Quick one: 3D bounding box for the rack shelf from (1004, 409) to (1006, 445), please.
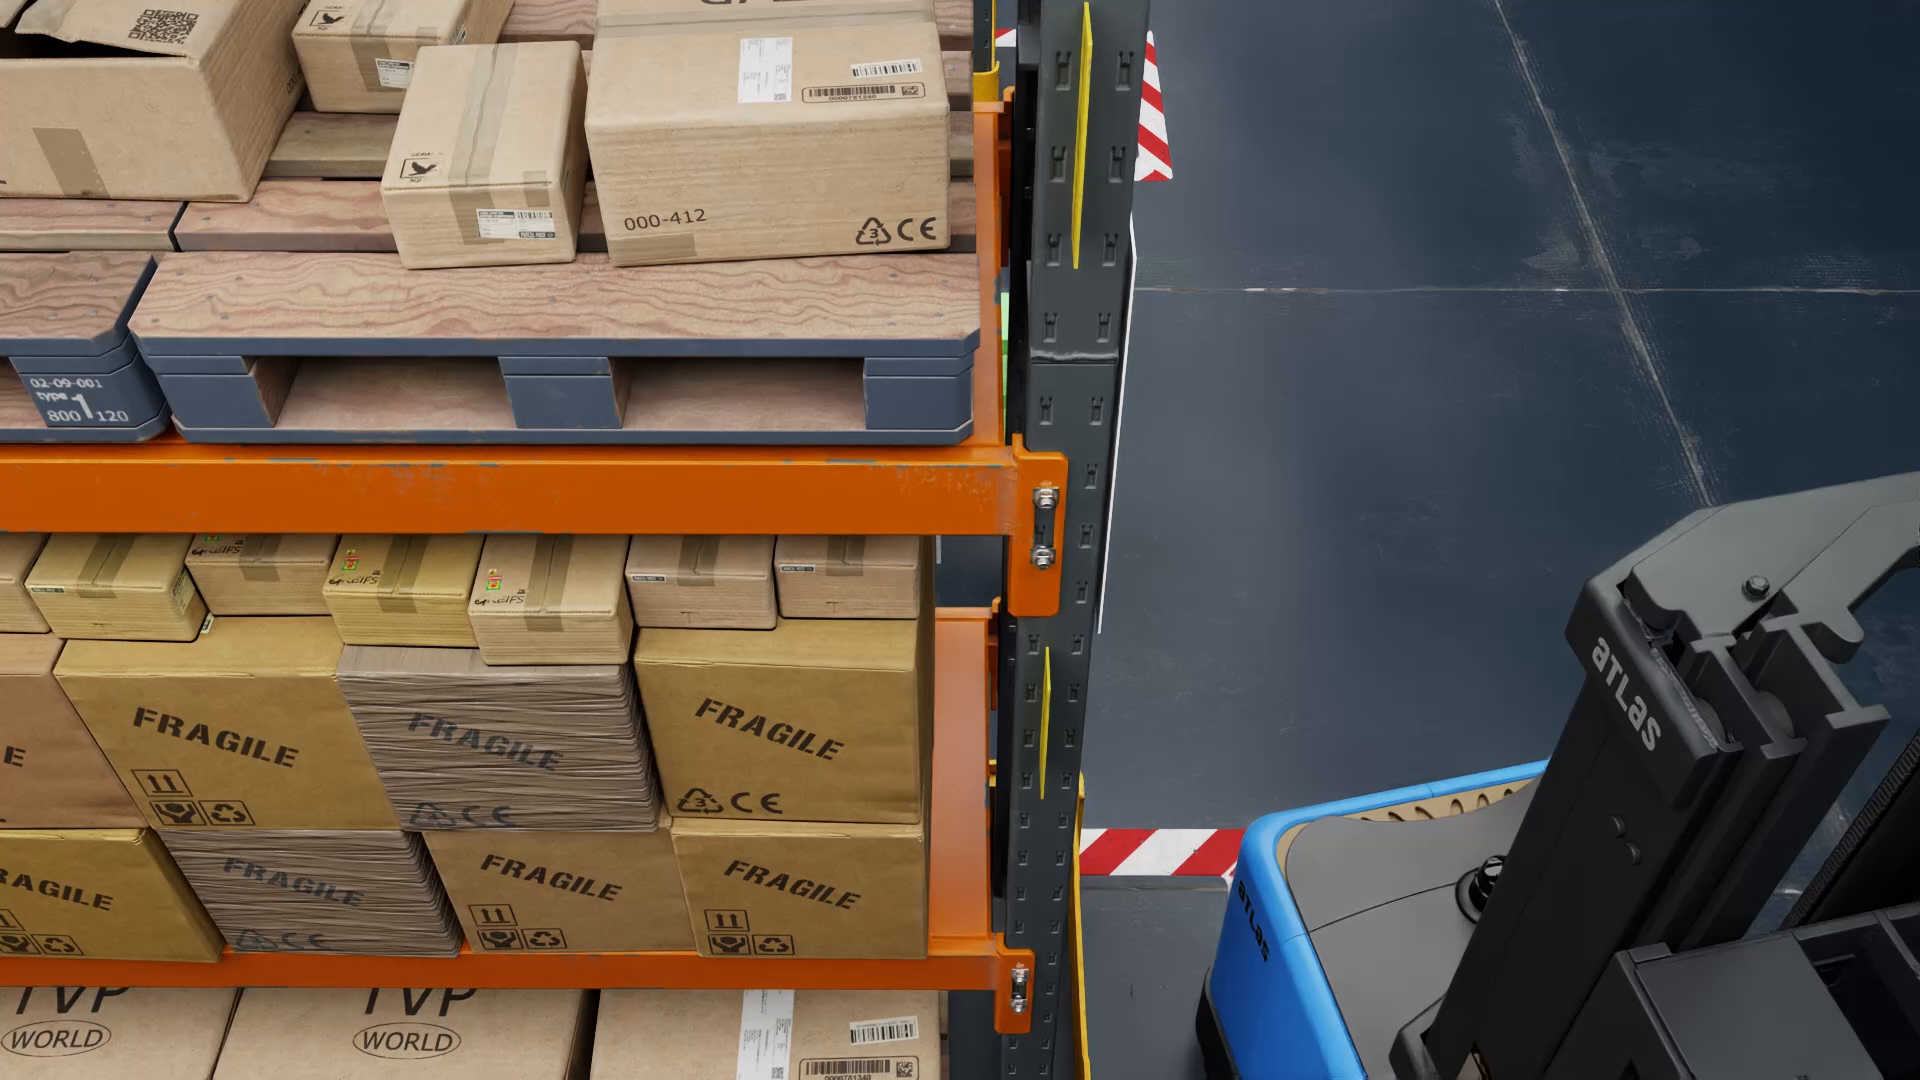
[{"bbox_3d":[0.166,-0.365,5.857,0.480,0.148,0.258,0,47,0],"label":"rack shelf"}]

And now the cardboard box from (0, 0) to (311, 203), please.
[{"bbox_3d":[-1.331,-0.805,2.607,0.500,0.311,0.500,1,47,1],"label":"cardboard box"}]

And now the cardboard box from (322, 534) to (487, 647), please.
[{"bbox_3d":[-0.958,0.001,3.005,0.250,0.149,0.380,1,47,1],"label":"cardboard box"}]

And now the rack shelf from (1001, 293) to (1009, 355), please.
[{"bbox_3d":[0.166,-0.692,5.506,0.480,0.148,0.258,0,47,0],"label":"rack shelf"}]

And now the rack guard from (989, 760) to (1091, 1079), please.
[{"bbox_3d":[0.190,1.256,4.740,0.348,0.500,1.175,0,47,0],"label":"rack guard"}]

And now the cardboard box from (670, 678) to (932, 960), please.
[{"bbox_3d":[-0.318,0.562,3.609,0.500,0.500,0.500,0,47,0],"label":"cardboard box"}]

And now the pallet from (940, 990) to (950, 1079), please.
[{"bbox_3d":[-0.634,1.409,4.794,1.213,0.211,1.003,0,47,0],"label":"pallet"}]

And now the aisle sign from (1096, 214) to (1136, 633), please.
[{"bbox_3d":[0.236,-0.255,2.662,0.004,0.787,0.394,0,47,0],"label":"aisle sign"}]

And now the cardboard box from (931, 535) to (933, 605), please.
[{"bbox_3d":[-0.313,-0.180,3.617,0.500,0.500,0.500,-1,47,-1],"label":"cardboard box"}]

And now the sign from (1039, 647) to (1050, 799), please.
[{"bbox_3d":[0.150,0.326,2.944,0.005,0.325,0.100,0,47,0],"label":"sign"}]

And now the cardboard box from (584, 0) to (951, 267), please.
[{"bbox_3d":[-0.285,-0.679,2.531,0.500,0.250,0.500,-4,47,-3],"label":"cardboard box"}]

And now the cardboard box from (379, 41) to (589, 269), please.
[{"bbox_3d":[-0.704,-0.587,2.515,0.250,0.149,0.380,-3,47,-3],"label":"cardboard box"}]

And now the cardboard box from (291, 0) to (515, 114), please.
[{"bbox_3d":[-0.922,-0.881,2.788,0.250,0.149,0.380,2,47,2],"label":"cardboard box"}]

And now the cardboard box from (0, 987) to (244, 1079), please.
[{"bbox_3d":[-2.312,1.205,4.542,0.875,0.438,0.875,-1,47,-1],"label":"cardboard box"}]

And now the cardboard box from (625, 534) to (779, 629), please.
[{"bbox_3d":[-0.448,-0.029,3.033,0.250,0.149,0.380,1,47,1],"label":"cardboard box"}]

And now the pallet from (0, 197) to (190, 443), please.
[{"bbox_3d":[-1.799,-0.583,2.755,1.213,0.211,1.003,0,47,0],"label":"pallet"}]

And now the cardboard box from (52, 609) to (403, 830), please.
[{"bbox_3d":[-1.335,0.219,3.246,0.500,0.500,0.500,0,47,0],"label":"cardboard box"}]

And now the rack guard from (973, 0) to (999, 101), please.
[{"bbox_3d":[0.007,-2.368,8.113,0.348,0.500,1.175,0,47,0],"label":"rack guard"}]

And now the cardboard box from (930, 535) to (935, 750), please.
[{"bbox_3d":[-0.313,0.159,3.985,0.500,0.500,0.500,0,47,0],"label":"cardboard box"}]

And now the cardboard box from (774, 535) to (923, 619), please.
[{"bbox_3d":[-0.194,-0.046,3.049,0.250,0.149,0.380,1,47,1],"label":"cardboard box"}]

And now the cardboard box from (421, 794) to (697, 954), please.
[{"bbox_3d":[-0.820,0.550,3.621,0.500,0.500,0.500,-1,47,-1],"label":"cardboard box"}]

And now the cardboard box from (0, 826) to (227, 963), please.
[{"bbox_3d":[-1.850,0.564,3.608,0.500,0.500,0.500,1,47,1],"label":"cardboard box"}]

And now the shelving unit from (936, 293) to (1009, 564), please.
[{"bbox_3d":[0.166,-0.408,5.810,0.503,1.200,0.258,0,47,0],"label":"shelving unit"}]

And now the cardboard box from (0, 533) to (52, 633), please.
[{"bbox_3d":[-1.733,-0.024,3.028,0.250,0.149,0.380,2,47,1],"label":"cardboard box"}]

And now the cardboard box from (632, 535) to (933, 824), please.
[{"bbox_3d":[-0.317,0.202,3.261,0.500,0.500,0.500,2,47,1],"label":"cardboard box"}]

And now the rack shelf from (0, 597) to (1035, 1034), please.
[{"bbox_3d":[-1.834,0.644,4.093,4.000,0.370,1.077,0,47,0],"label":"rack shelf"}]

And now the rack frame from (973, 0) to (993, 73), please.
[{"bbox_3d":[0.083,-3.220,7.198,0.127,3.000,1.000,0,47,0],"label":"rack frame"}]

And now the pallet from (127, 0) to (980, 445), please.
[{"bbox_3d":[-0.576,-0.582,2.754,1.213,0.211,1.003,0,47,0],"label":"pallet"}]

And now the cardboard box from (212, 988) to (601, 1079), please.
[{"bbox_3d":[-1.410,1.209,4.539,0.875,0.438,0.875,1,47,1],"label":"cardboard box"}]

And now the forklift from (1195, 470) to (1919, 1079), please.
[{"bbox_3d":[1.507,1.406,2.939,1.130,2.935,3.031,-9,48,-9],"label":"forklift"}]

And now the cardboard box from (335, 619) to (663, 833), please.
[{"bbox_3d":[-0.840,0.222,3.242,0.500,0.500,0.500,0,47,0],"label":"cardboard box"}]

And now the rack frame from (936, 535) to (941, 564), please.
[{"bbox_3d":[-0.078,-0.409,5.811,0.015,1.200,0.240,0,47,0],"label":"rack frame"}]

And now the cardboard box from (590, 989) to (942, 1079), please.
[{"bbox_3d":[-0.495,1.205,4.542,0.875,0.438,0.875,-1,47,-1],"label":"cardboard box"}]

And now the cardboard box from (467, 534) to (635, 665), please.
[{"bbox_3d":[-0.706,0.032,2.977,0.250,0.149,0.380,0,47,0],"label":"cardboard box"}]

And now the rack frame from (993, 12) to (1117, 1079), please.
[{"bbox_3d":[0.166,0.404,3.825,0.127,3.000,1.000,0,47,0],"label":"rack frame"}]

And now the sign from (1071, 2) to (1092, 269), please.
[{"bbox_3d":[0.150,-0.495,2.062,0.005,0.325,0.100,0,47,0],"label":"sign"}]

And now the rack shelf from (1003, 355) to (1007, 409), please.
[{"bbox_3d":[0.166,-0.528,5.681,0.480,0.148,0.258,0,47,0],"label":"rack shelf"}]

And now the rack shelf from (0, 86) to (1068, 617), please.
[{"bbox_3d":[-1.834,-0.378,2.995,4.000,0.370,1.077,0,47,0],"label":"rack shelf"}]

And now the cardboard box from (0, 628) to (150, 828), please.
[{"bbox_3d":[-1.837,0.216,3.248,0.500,0.500,0.500,0,47,0],"label":"cardboard box"}]

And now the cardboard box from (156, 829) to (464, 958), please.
[{"bbox_3d":[-1.334,0.556,3.615,0.500,0.500,0.500,1,47,1],"label":"cardboard box"}]

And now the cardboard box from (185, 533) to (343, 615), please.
[{"bbox_3d":[-1.219,-0.052,3.054,0.250,0.149,0.380,0,47,0],"label":"cardboard box"}]

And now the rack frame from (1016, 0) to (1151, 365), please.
[{"bbox_3d":[0.166,-1.640,1.629,0.127,3.000,1.000,0,47,0],"label":"rack frame"}]

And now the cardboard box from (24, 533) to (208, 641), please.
[{"bbox_3d":[-1.470,-0.009,3.015,0.250,0.149,0.380,1,47,1],"label":"cardboard box"}]
